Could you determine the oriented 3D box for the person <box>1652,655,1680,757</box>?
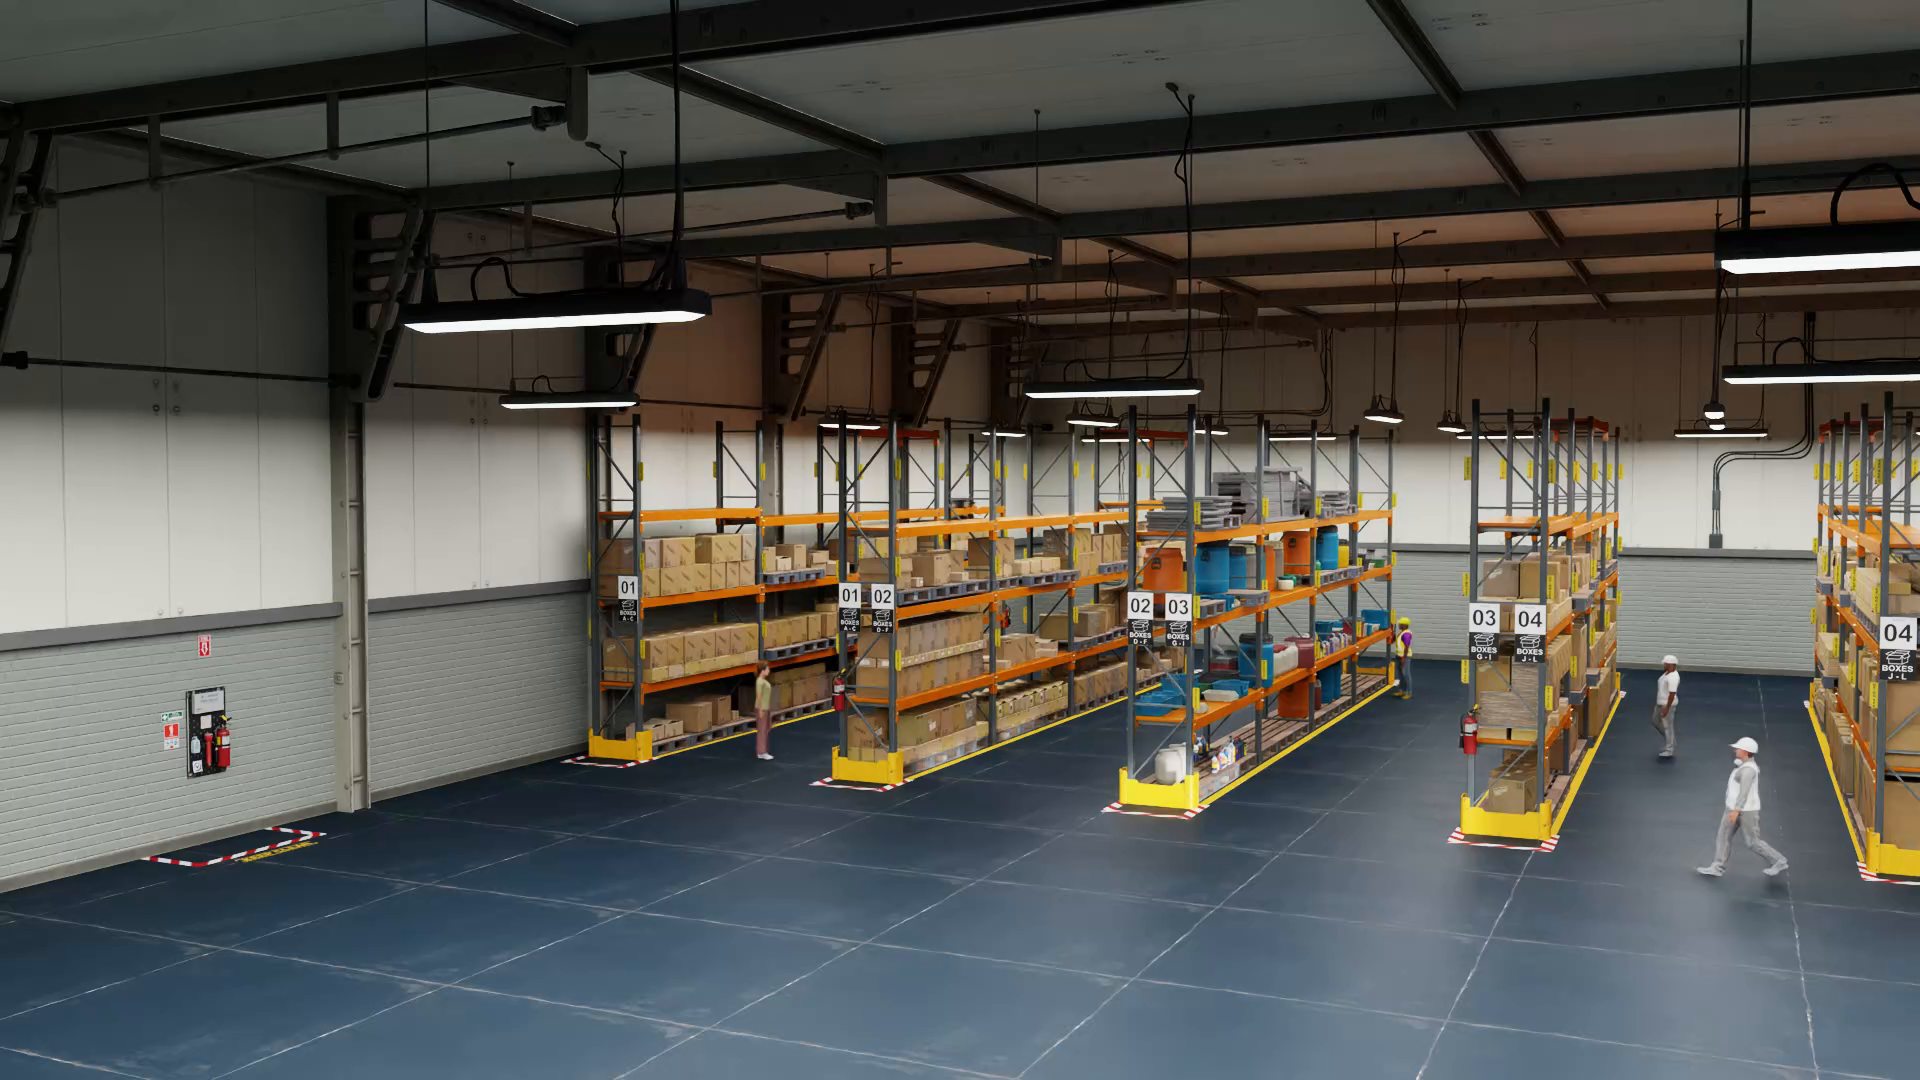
[{"bbox_3d":[12.479,2.907,29.319,0.457,1.766,0.662,0,2,3],"label":"person"}]

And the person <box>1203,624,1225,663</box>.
[{"bbox_3d":[6.608,2.362,43.365,0.533,1.688,0.472,-1,3,-21],"label":"person"}]

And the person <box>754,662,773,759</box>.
[{"bbox_3d":[-3.436,3.008,29.075,0.355,1.749,0.509,0,2,1],"label":"person"}]

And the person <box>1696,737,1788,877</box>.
[{"bbox_3d":[9.630,3.294,20.400,0.980,1.747,0.505,0,2,0],"label":"person"}]

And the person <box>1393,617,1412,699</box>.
[{"bbox_3d":[9.843,2.610,36.907,0.409,1.795,0.574,-1,2,-14],"label":"person"}]
